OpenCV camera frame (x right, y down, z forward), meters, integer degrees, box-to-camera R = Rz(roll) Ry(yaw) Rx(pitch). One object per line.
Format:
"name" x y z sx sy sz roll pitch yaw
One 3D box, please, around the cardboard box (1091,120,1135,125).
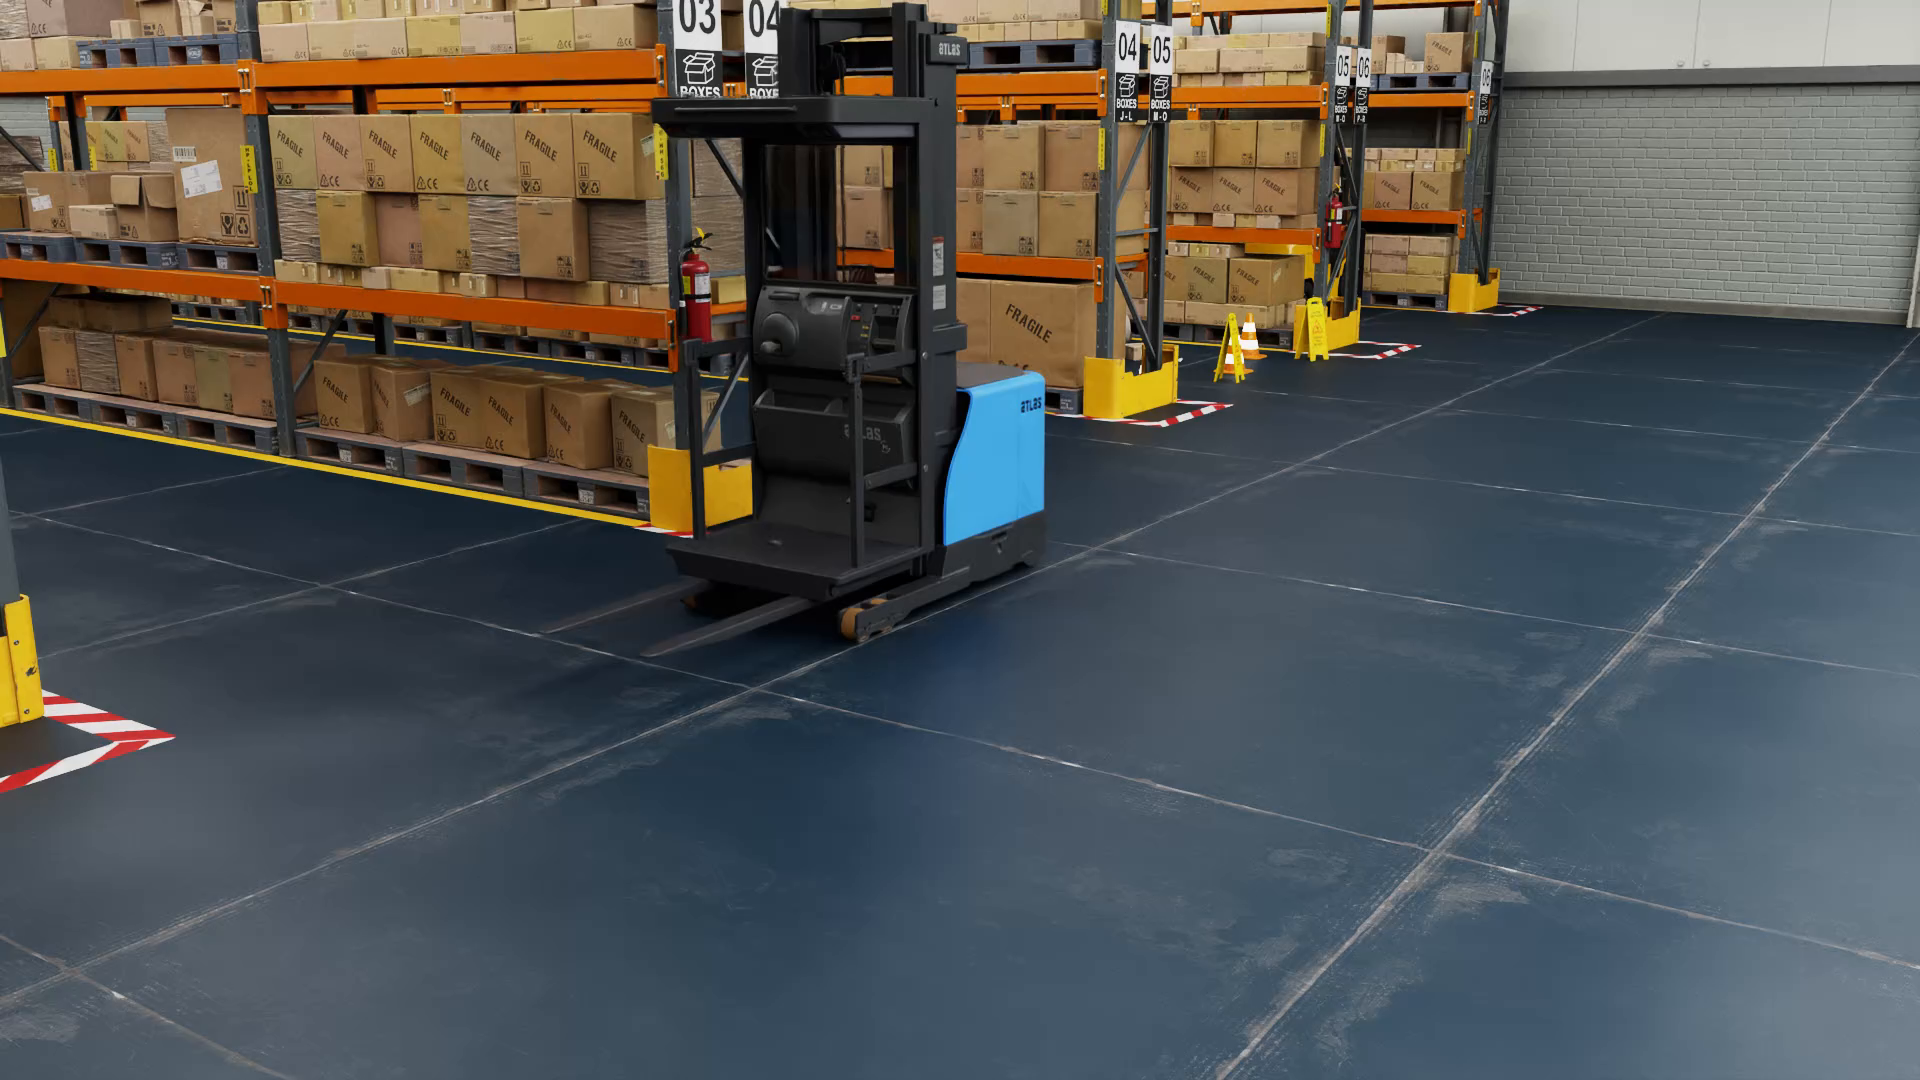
"cardboard box" 1.882 -4.568 19.128 0.500 0.500 0.700 9 16 32

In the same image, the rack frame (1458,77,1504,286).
"rack frame" 6.911 -4.592 22.130 0.127 3.000 1.000 9 17 33

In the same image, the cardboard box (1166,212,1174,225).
"cardboard box" 2.457 -3.696 19.034 0.250 0.149 0.380 9 17 33

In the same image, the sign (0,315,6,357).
"sign" -3.840 -0.881 6.566 0.005 0.325 0.100 9 17 33

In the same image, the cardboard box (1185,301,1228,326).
"cardboard box" 2.898 -2.596 18.918 0.500 0.250 0.500 9 17 33

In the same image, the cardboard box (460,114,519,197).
"cardboard box" -2.813 -2.462 10.618 0.500 0.500 0.500 9 17 33

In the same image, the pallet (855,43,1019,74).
"pallet" -0.173 -4.275 14.792 1.213 0.211 1.003 9 17 33

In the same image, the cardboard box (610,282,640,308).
"cardboard box" -1.946 -1.534 10.302 0.250 0.149 0.380 9 17 33

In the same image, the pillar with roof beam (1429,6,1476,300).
"pillar with roof beam" 4.434 -6.919 19.045 0.400 9.000 9.100 9 17 33

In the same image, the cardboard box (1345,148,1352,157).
"cardboard box" 5.381 -5.257 22.639 0.250 0.149 0.380 10 17 34

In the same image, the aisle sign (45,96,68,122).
"aisle sign" -12.039 -5.959 22.241 0.004 0.787 0.394 9 17 33

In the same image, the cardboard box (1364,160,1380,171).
"cardboard box" 5.610 -5.083 22.556 0.250 0.149 0.380 9 16 31

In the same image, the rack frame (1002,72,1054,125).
"rack frame" 0.825 -4.138 20.297 0.127 3.000 1.000 9 17 33

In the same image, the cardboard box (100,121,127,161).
"cardboard box" -10.745 -5.171 21.563 0.500 0.500 0.500 9 16 32

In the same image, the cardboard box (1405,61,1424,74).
"cardboard box" 6.054 -6.229 21.941 0.250 0.149 0.380 9 16 31

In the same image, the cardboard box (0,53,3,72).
"cardboard box" -7.777 -3.968 13.680 0.500 0.250 0.500 10 17 34

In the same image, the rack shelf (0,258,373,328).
"rack shelf" -6.365 -2.081 13.485 4.000 0.370 1.077 9 17 33

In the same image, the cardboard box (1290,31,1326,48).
"cardboard box" 3.699 -5.309 17.649 0.250 0.149 0.380 9 17 33

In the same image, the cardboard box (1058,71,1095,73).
"cardboard box" 1.470 -5.485 19.188 0.500 0.250 0.500 9 17 32

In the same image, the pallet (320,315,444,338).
"pallet" -6.829 -2.589 19.843 1.213 0.211 1.003 9 17 33

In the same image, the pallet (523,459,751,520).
"pallet" -2.104 -0.398 10.992 1.213 0.211 1.003 9 17 33

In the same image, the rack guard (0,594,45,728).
"rack guard" -4.240 0.575 6.462 0.348 0.500 1.175 9 17 33

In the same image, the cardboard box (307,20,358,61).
"cardboard box" -4.034 -3.364 11.240 0.500 0.250 0.500 9 17 32

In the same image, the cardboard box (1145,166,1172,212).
"cardboard box" 2.304 -4.020 18.993 0.500 0.500 0.500 9 17 33

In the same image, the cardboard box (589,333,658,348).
"cardboard box" -3.218 -2.445 17.264 0.750 0.750 1.050 9 17 33

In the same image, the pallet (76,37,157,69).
"pallet" -6.021 -3.769 12.956 1.003 0.211 1.213 9 17 33

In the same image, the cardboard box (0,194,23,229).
"cardboard box" -8.573 -2.764 14.537 0.500 0.500 0.500 10 17 35

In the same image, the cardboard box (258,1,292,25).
"cardboard box" -4.608 -3.634 11.500 0.250 0.149 0.380 9 16 31

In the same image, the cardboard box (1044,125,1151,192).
"cardboard box" 1.179 -3.255 14.172 0.550 0.550 0.875 9 17 33

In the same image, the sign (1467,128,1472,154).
"sign" 6.597 -5.162 21.533 0.005 0.325 0.100 9 17 33

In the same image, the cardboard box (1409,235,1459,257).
"cardboard box" 6.355 -3.946 22.288 0.500 0.250 0.500 10 17 35

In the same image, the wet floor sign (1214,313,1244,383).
"wet floor sign" 2.594 -1.849 15.950 0.232 0.644 0.267 6 15 23

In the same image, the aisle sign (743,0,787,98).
"aisle sign" -1.168 -2.939 10.043 0.004 0.787 0.394 9 17 33

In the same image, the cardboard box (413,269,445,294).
"cardboard box" -3.443 -1.753 11.184 0.250 0.149 0.380 9 17 33

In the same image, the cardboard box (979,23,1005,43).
"cardboard box" 0.369 -4.267 14.015 0.250 0.149 0.380 9 17 33

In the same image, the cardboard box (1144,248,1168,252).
"cardboard box" 2.313 -3.209 19.833 0.500 0.500 0.500 10 17 36

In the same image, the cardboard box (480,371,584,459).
"cardboard box" -2.920 -0.864 11.400 0.500 0.500 0.500 11 18 38

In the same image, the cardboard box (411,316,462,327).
"cardboard box" -5.865 -2.700 18.818 0.500 0.500 0.500 9 17 33

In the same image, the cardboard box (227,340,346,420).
"cardboard box" -5.203 -1.249 12.912 0.500 0.500 0.700 8 16 29

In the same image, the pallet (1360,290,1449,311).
"pallet" 6.253 -3.332 22.845 1.213 0.211 1.003 9 17 33

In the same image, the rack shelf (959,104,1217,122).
"rack shelf" 1.932 -6.503 25.106 4.000 0.370 1.077 9 17 33

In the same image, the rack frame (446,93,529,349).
"rack frame" -5.173 -3.674 18.422 0.127 3.000 1.000 9 17 33

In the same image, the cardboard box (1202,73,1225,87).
"cardboard box" 2.859 -5.068 18.335 0.250 0.149 0.380 9 17 32

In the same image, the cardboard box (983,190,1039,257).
"cardboard box" 0.663 -2.784 14.515 0.550 0.550 0.875 9 17 33

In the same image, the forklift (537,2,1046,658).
"forklift" -0.748 -1.067 8.034 1.130 2.935 3.031 9 16 32

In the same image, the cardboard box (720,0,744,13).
"cardboard box" -1.486 -3.285 10.093 0.250 0.149 0.380 9 17 32

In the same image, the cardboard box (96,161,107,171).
"cardboard box" -11.135 -4.758 21.973 0.500 0.500 0.500 9 17 33

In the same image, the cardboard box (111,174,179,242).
"cardboard box" -6.196 -2.630 13.116 0.637 0.503 0.797 11 18 38

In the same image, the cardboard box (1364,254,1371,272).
"cardboard box" 5.482 -3.841 22.905 0.500 0.250 0.500 9 16 32

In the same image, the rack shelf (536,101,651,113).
"rack shelf" -4.154 -6.049 23.273 4.000 0.370 1.077 9 17 33

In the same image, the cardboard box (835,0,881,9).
"cardboard box" -0.766 -4.661 14.779 0.500 0.250 0.500 9 16 32

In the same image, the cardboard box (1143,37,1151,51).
"cardboard box" 2.240 -5.560 18.661 0.250 0.149 0.380 10 17 34

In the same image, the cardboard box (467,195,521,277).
"cardboard box" -2.701 -2.017 10.900 0.500 0.500 0.875 9 17 33

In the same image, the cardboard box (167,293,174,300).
"cardboard box" -10.045 -3.202 21.575 0.250 0.149 0.380 10 17 34

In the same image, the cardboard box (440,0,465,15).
"cardboard box" -3.068 -3.399 10.553 0.250 0.149 0.380 8 16 30

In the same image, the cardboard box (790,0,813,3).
"cardboard box" -1.319 -4.926 15.021 0.250 0.149 0.380 9 17 32
